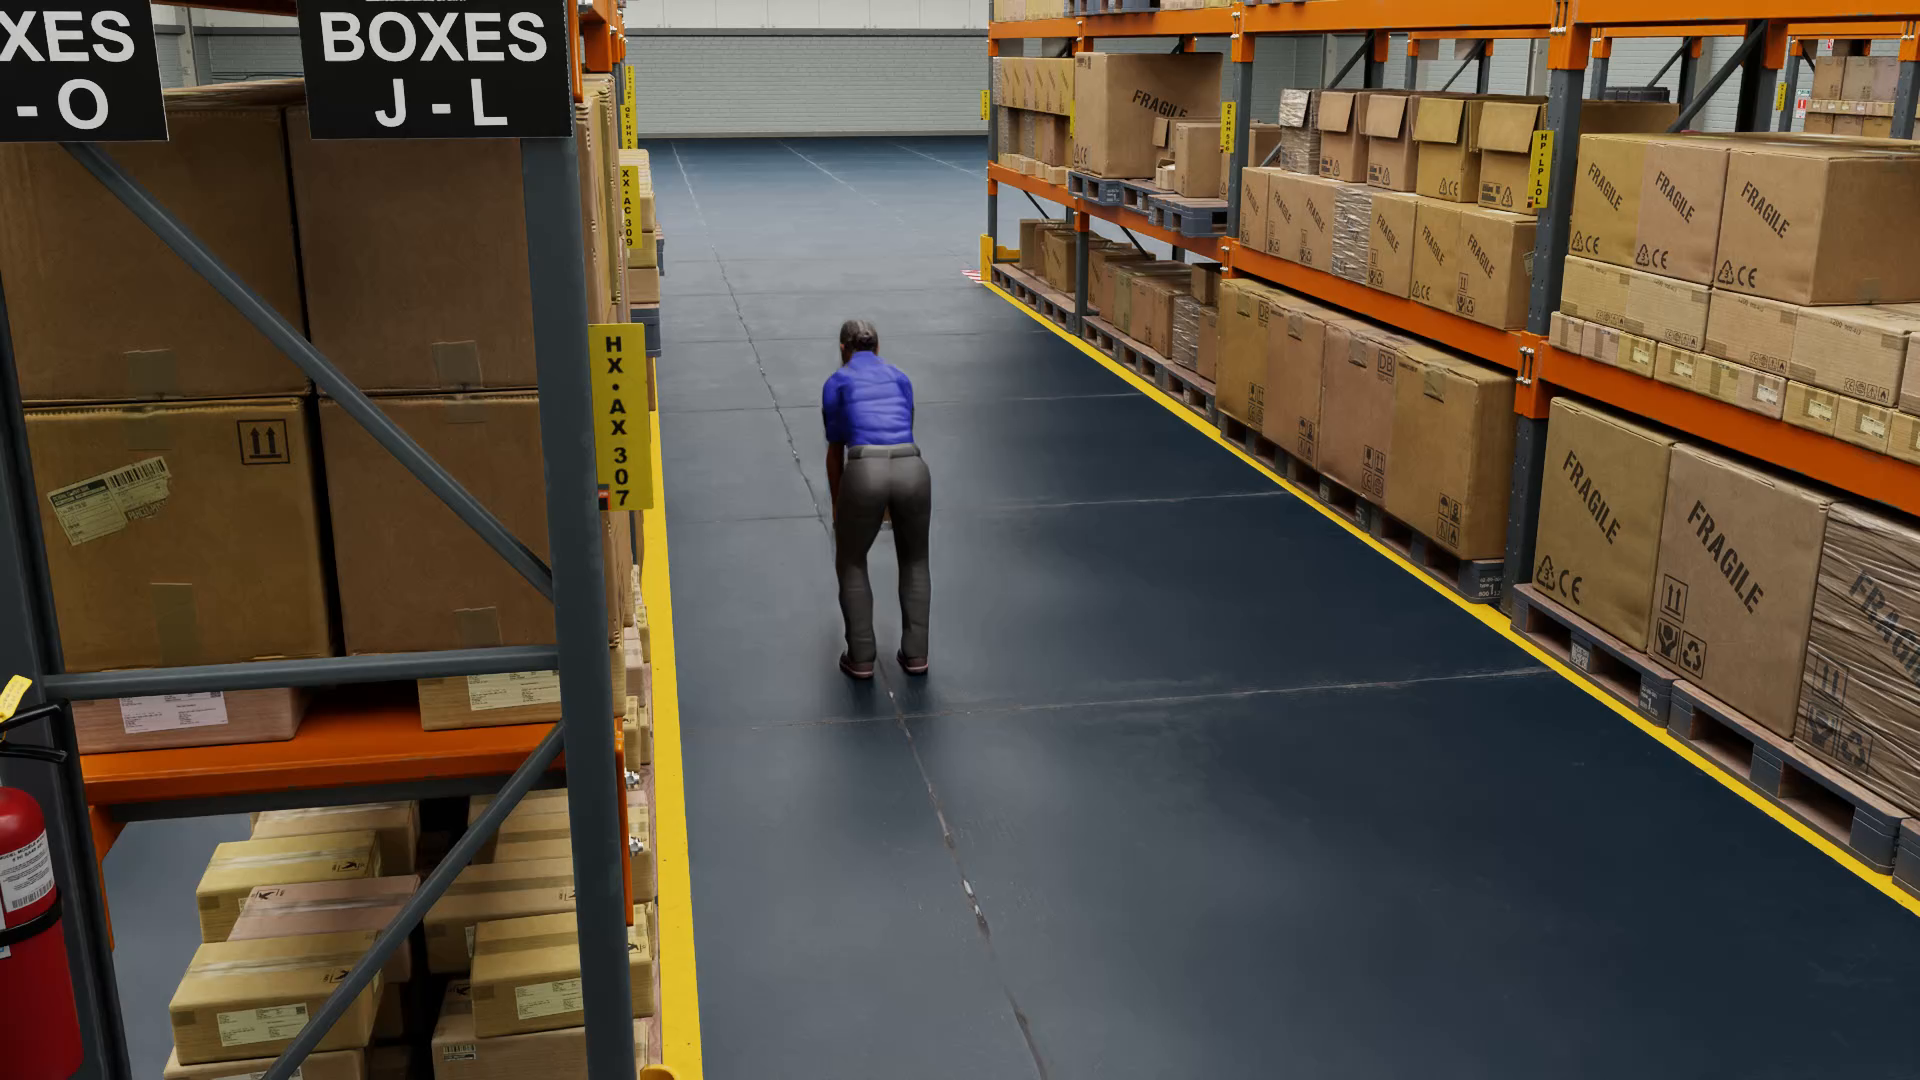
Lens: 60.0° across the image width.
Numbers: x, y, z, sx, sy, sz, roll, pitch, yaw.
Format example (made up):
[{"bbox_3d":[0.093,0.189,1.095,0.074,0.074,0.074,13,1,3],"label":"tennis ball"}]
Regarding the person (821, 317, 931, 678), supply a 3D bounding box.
[{"bbox_3d":[-0.362,-0.183,7.057,0.411,1.445,0.709,-4,17,-14],"label":"person"}]
